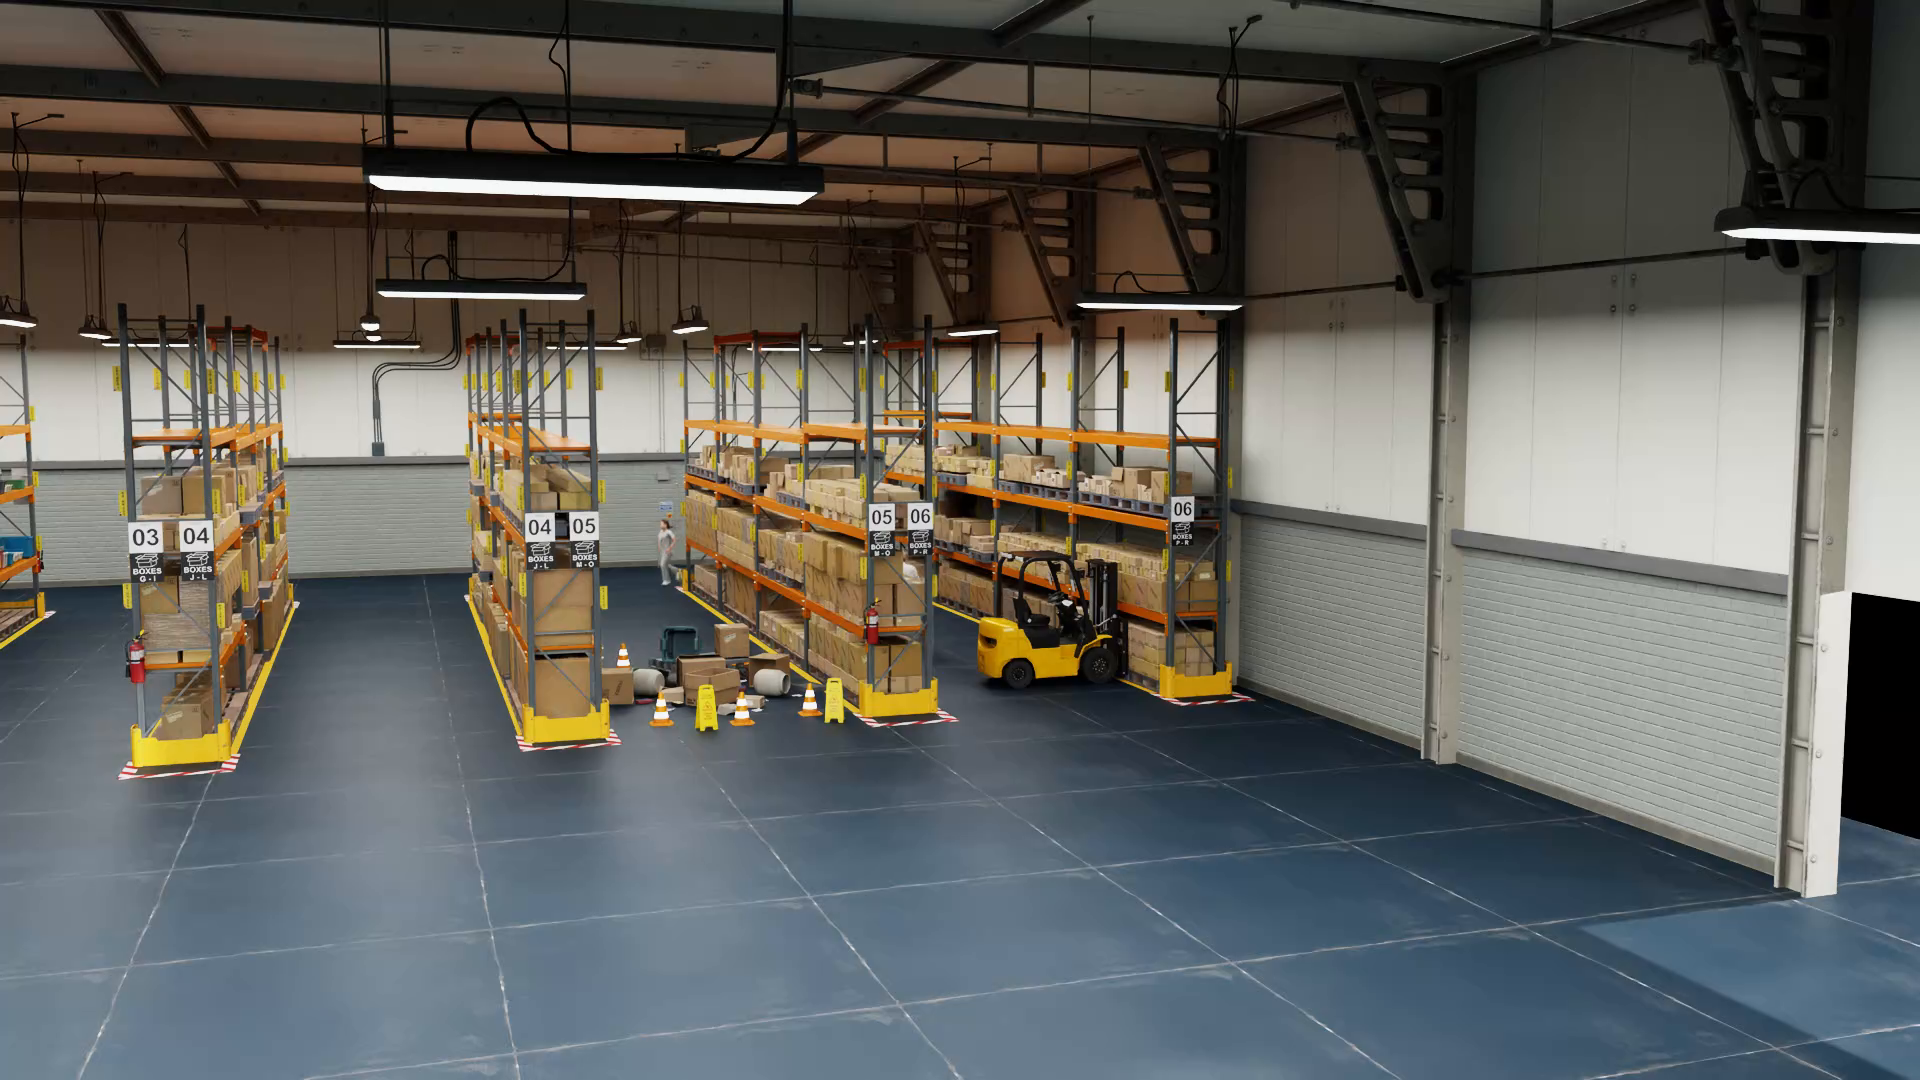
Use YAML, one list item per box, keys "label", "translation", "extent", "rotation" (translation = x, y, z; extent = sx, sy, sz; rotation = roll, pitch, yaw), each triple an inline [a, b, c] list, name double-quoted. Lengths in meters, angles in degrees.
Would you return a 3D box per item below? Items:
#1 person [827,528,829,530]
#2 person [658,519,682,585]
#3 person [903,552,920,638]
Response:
- label: "person"
  translation: [-2.829, 0.515, 35.475]
  extent: [0.672, 1.696, 0.715]
  rotation: [-4, 7, -38]
- label: "person"
  translation: [-7.193, 0.291, 41.302]
  extent: [0.583, 1.635, 0.594]
  rotation: [-4, 7, -35]
- label: "person"
  translation: [-1.126, 1.113, 32.030]
  extent: [0.711, 1.744, 0.727]
  rotation: [-2, 6, -18]
